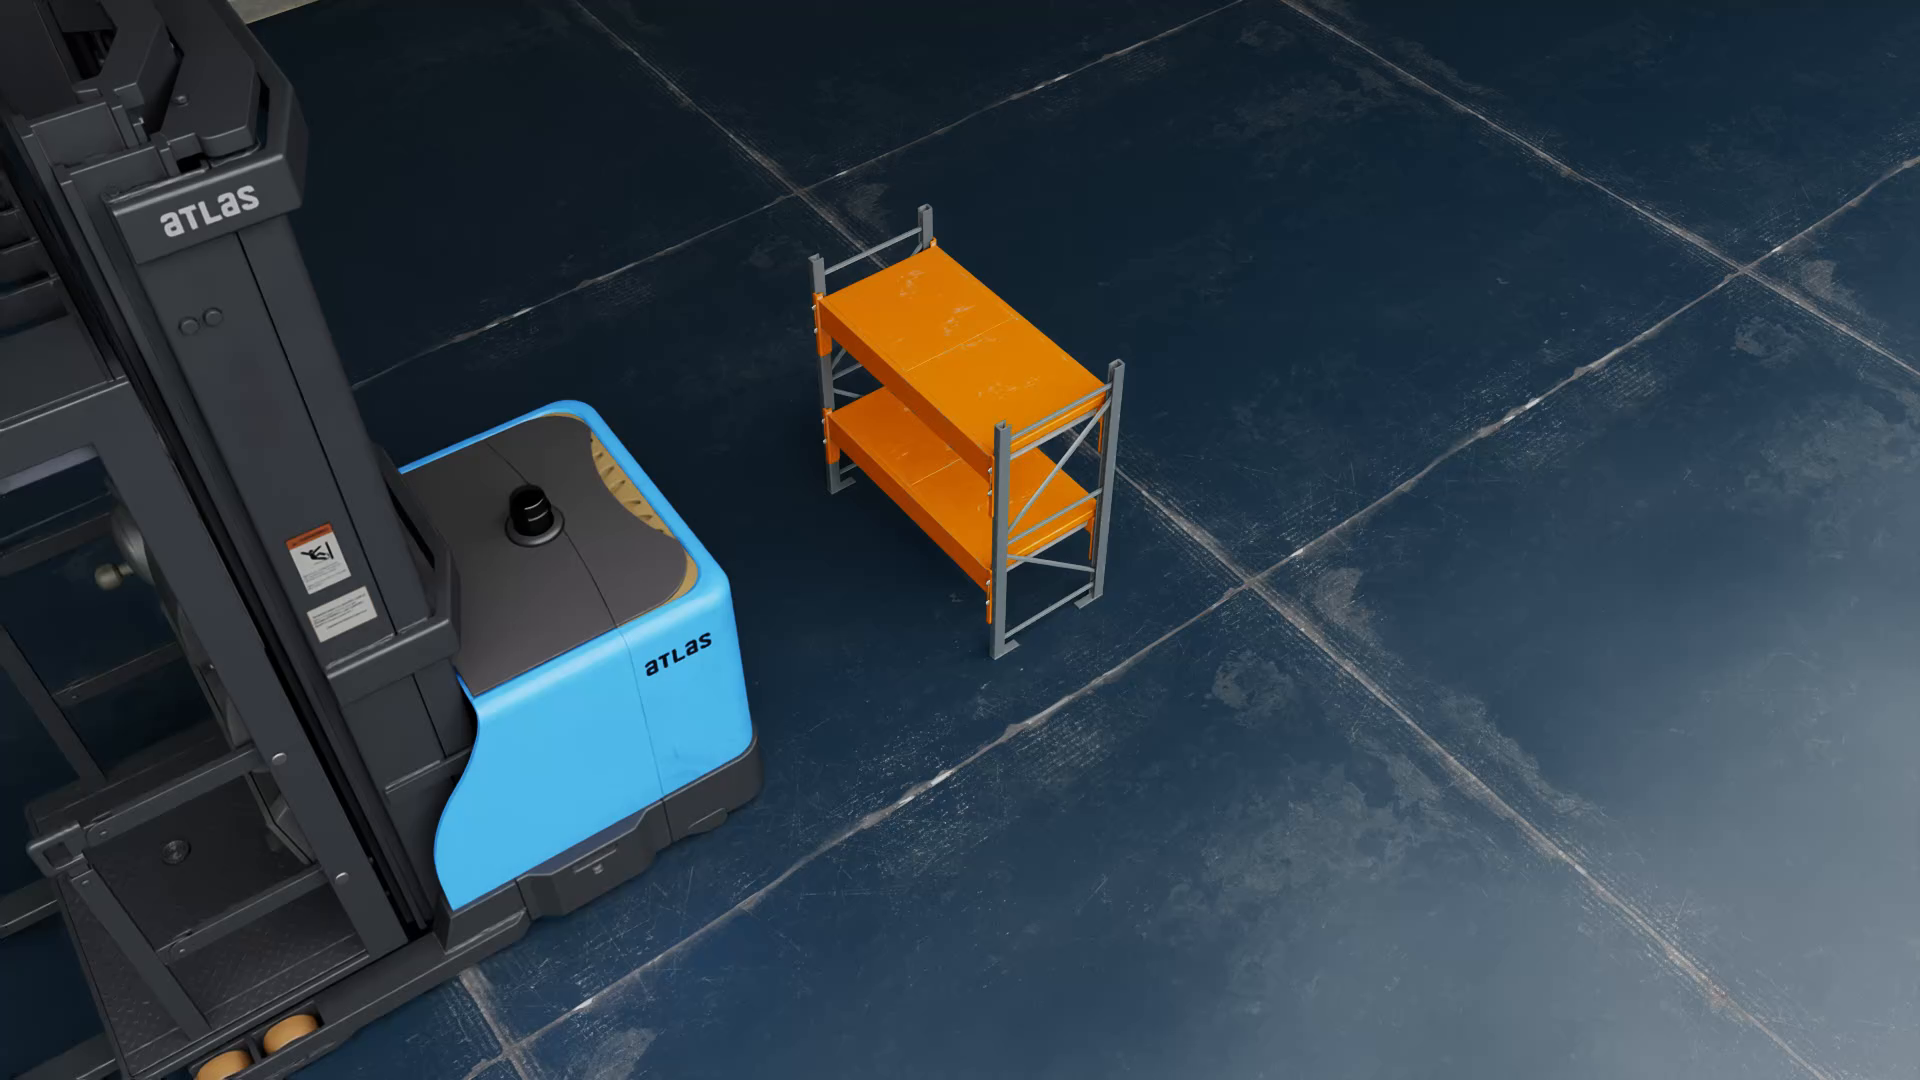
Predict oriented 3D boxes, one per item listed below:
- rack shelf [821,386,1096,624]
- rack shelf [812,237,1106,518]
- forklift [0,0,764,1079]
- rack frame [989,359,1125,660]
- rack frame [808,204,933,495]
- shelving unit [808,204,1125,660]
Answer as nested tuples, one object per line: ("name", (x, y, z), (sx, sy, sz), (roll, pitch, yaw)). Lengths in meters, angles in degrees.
("rack shelf", (0.004, -0.210, 6.011), (0.538, 0.278, 1.000), (-29, 54, -24))
("rack shelf", (0.004, -0.570, 5.613), (0.538, 0.278, 1.000), (-29, 54, -24))
("forklift", (-2.143, 0.188, 4.101), (3.031, 2.935, 1.130), (-27, 53, -23))
("rack frame", (0.312, -0.074, 5.558), (0.500, 1.125, 0.032), (-29, 54, -24))
("rack frame", (-0.304, -0.674, 6.101), (0.500, 1.125, 0.032), (-29, 54, -24))
("shelving unit", (0.004, -0.374, 5.830), (0.538, 1.125, 1.048), (-29, 54, -24))
